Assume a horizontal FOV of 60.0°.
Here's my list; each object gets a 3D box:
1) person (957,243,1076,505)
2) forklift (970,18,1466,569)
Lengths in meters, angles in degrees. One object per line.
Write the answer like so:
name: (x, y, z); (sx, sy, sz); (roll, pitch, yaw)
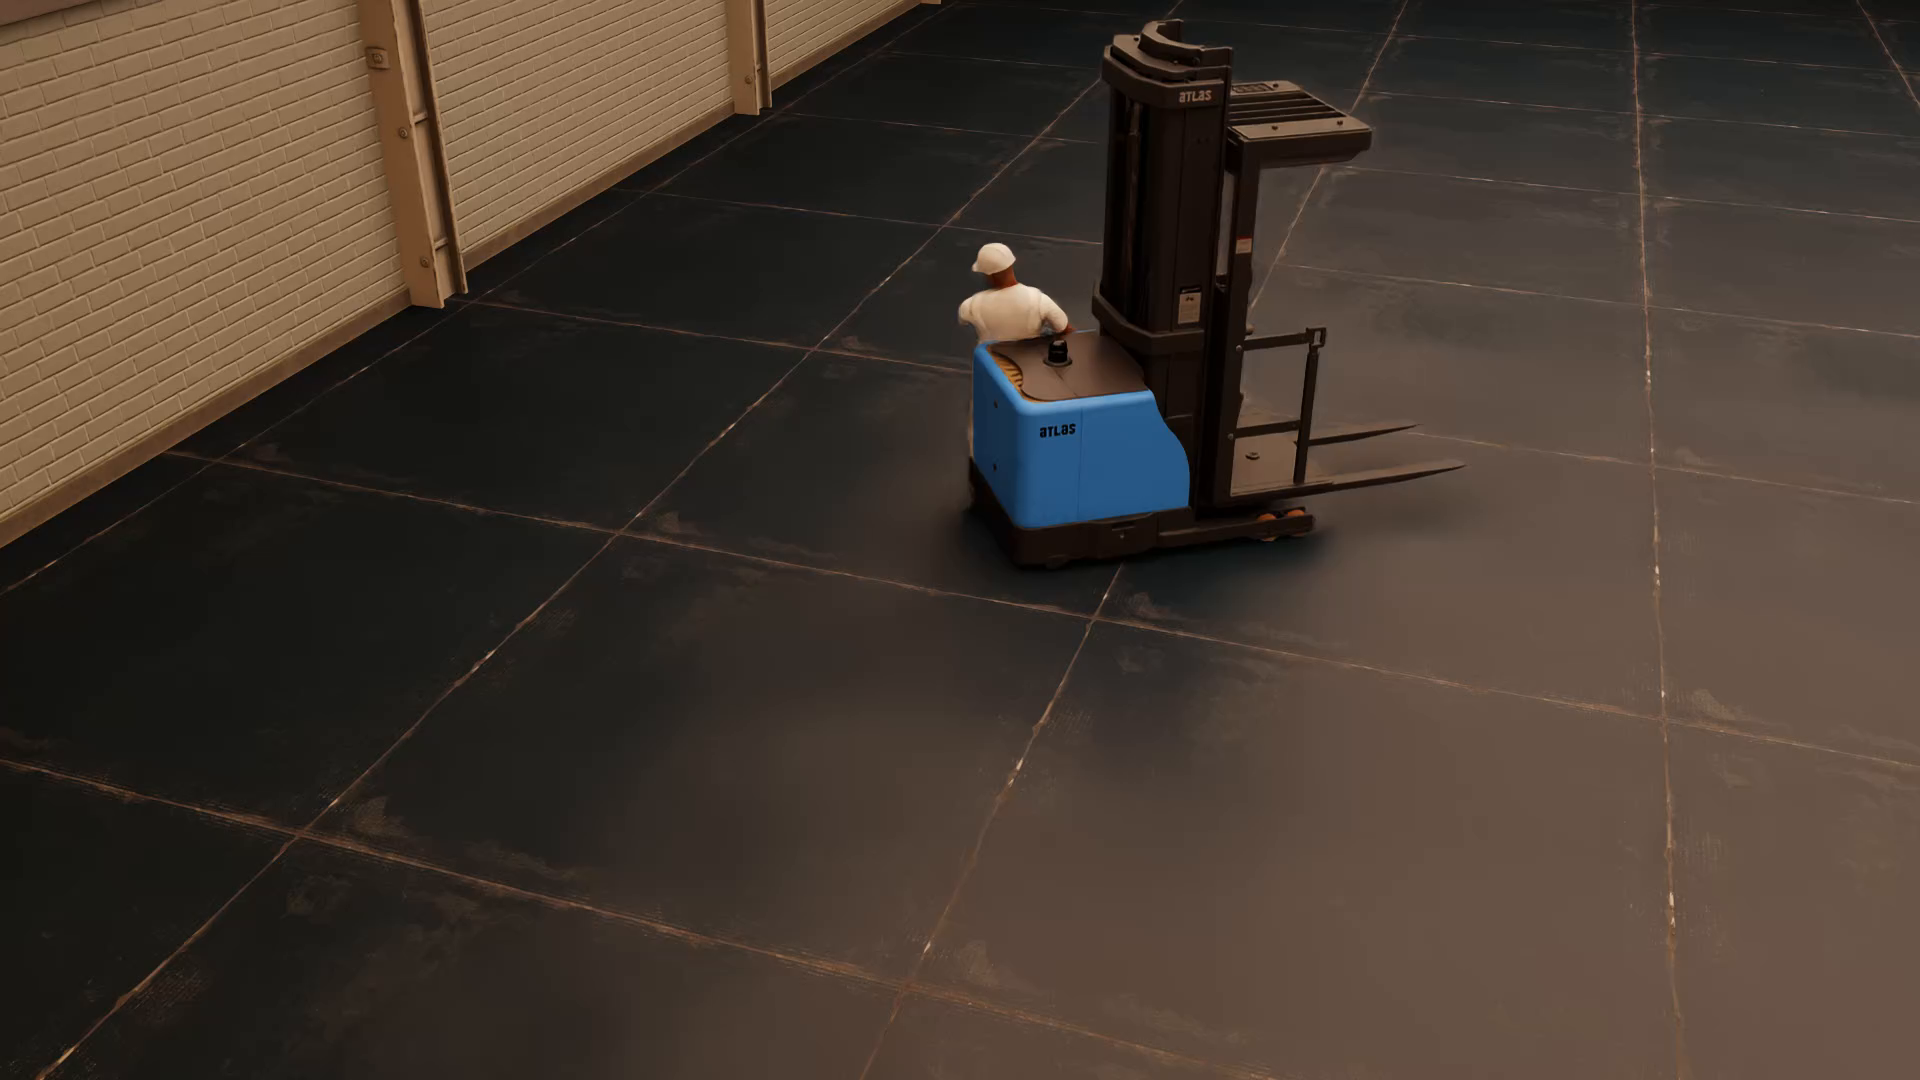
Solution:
person: (0.391, -1.117, 10.383); (0.832, 1.678, 0.880); (-3, 30, -6)
forklift: (1.642, -1.506, 9.778); (3.031, 2.935, 1.130); (-8, 31, -14)
